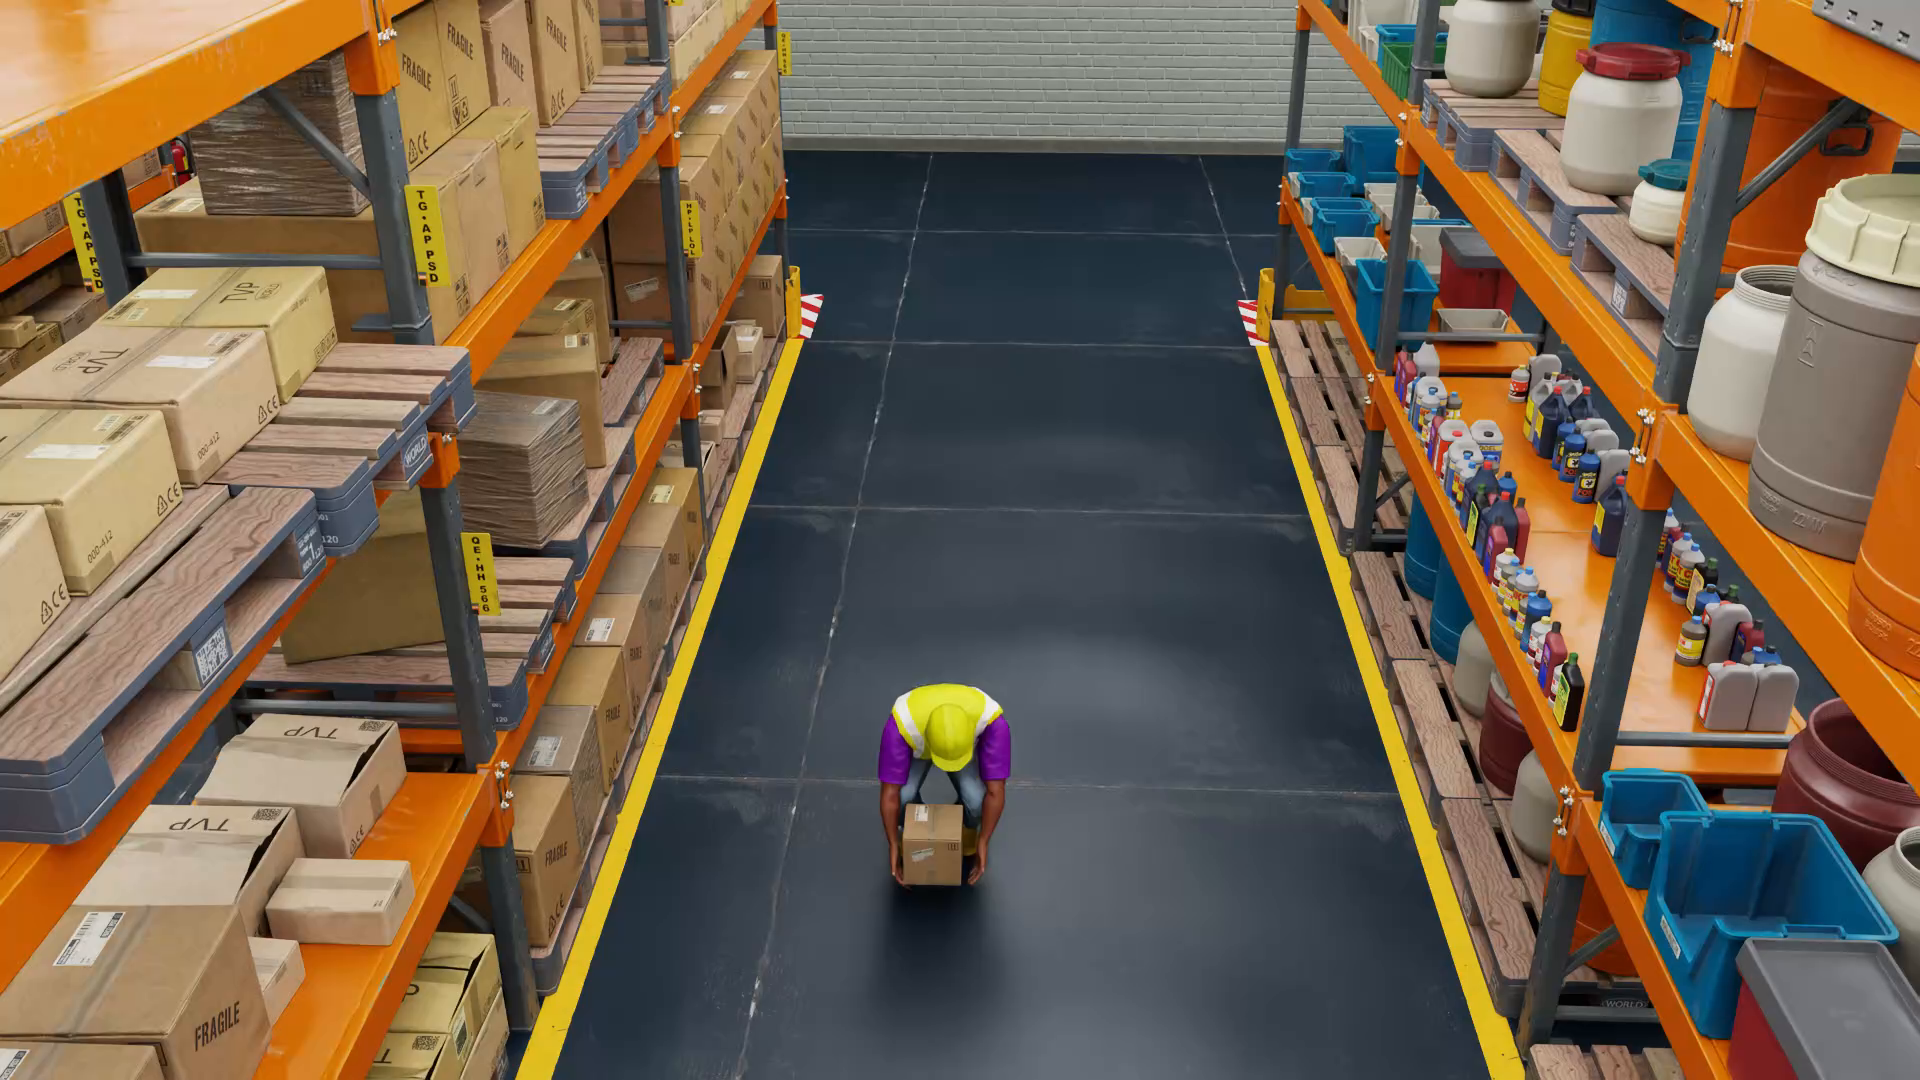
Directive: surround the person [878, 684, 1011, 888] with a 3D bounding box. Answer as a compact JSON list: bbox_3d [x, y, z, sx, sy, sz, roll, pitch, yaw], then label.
[{"bbox_3d":[-0.065,1.027,7.493,0.583,0.985,0.891,1,28,2],"label":"person"}]
